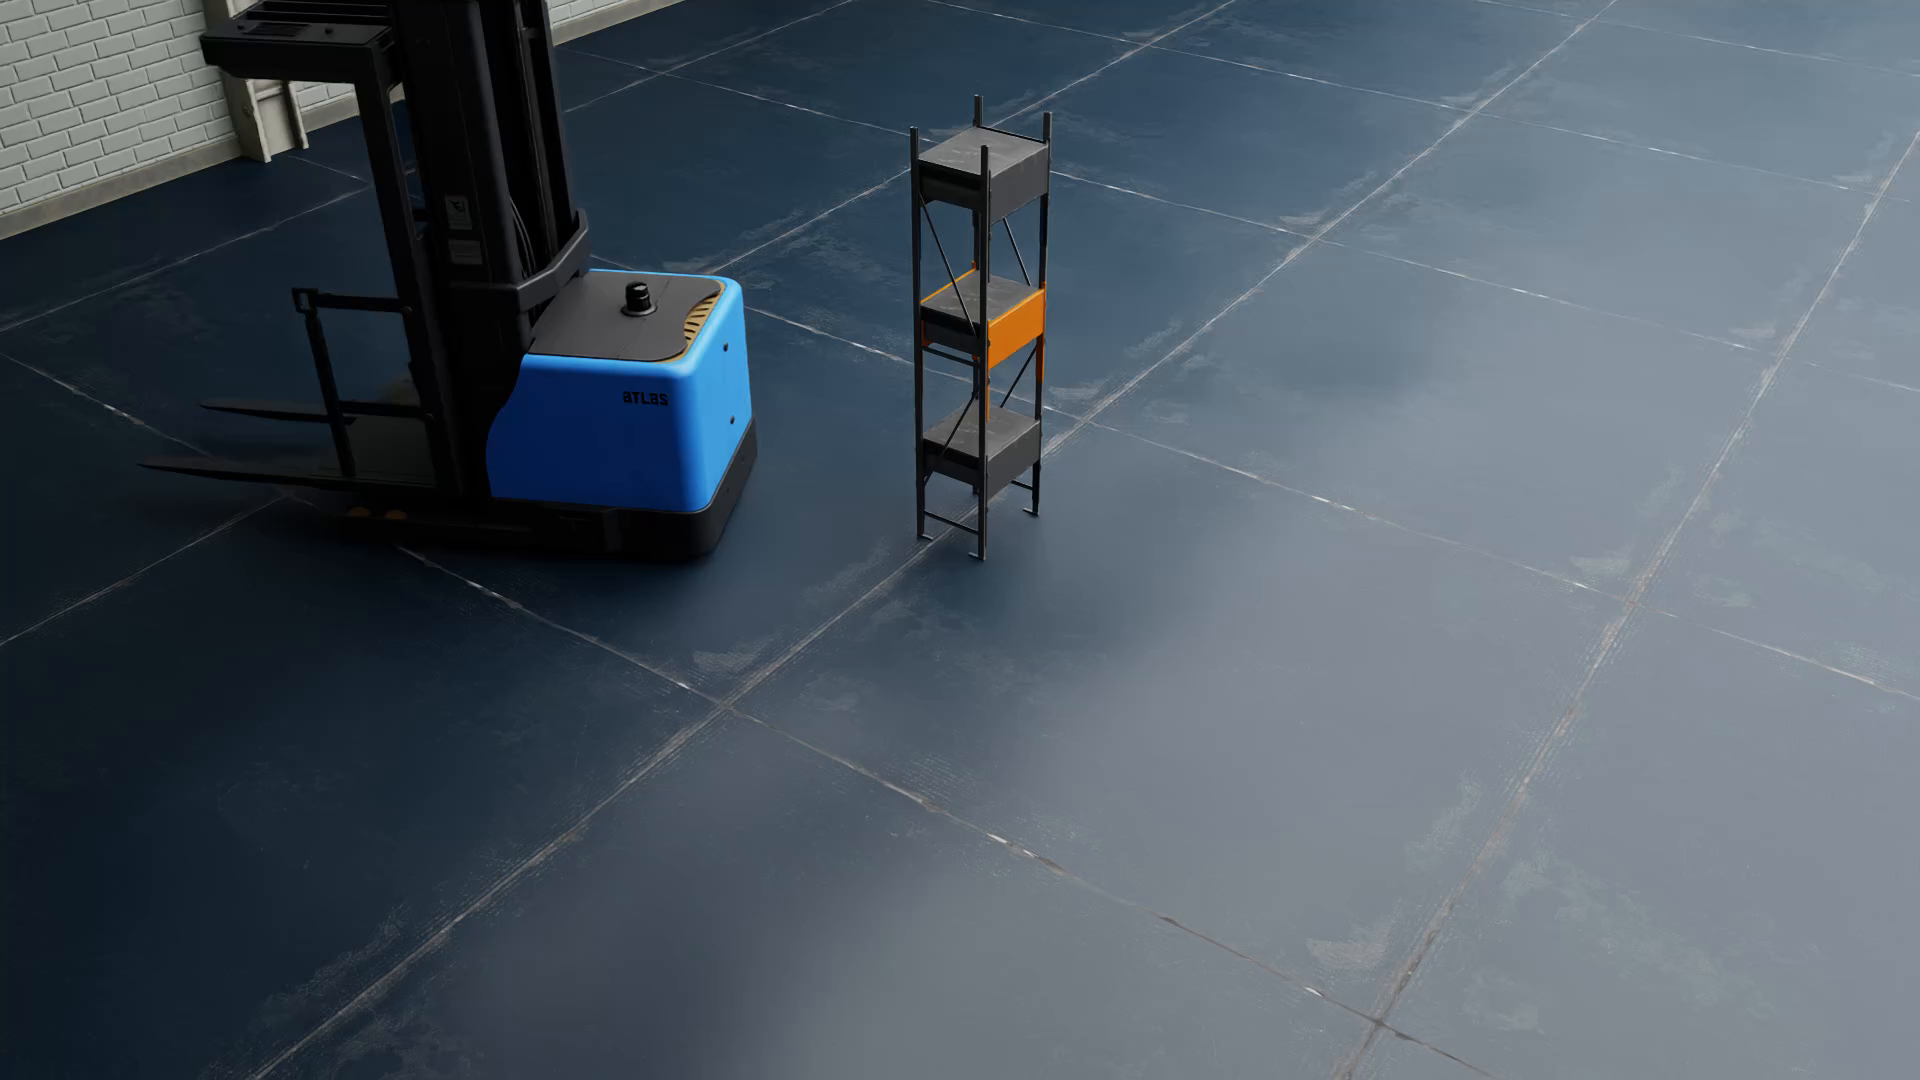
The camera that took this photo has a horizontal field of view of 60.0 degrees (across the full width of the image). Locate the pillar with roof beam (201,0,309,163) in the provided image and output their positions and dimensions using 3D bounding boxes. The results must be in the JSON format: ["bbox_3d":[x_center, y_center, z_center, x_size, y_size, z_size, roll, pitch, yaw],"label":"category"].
[{"bbox_3d":[-1.664,-5.309,8.068,9.100,9.000,0.400,21,39,28],"label":"pillar with roof beam"}]

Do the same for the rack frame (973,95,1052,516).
[{"bbox_3d":[0.234,-1.058,7.940,0.400,2.100,0.015,21,39,28],"label":"rack frame"}]

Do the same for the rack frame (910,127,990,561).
[{"bbox_3d":[-0.045,-0.834,7.608,0.400,2.100,0.015,21,39,28],"label":"rack frame"}]

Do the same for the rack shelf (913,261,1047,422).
[{"bbox_3d":[0.094,-0.935,7.782,0.431,0.518,0.480,21,39,28],"label":"rack shelf"}]

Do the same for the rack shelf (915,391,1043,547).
[{"bbox_3d":[0.094,-0.355,8.174,0.431,0.518,0.480,21,39,28],"label":"rack shelf"}]

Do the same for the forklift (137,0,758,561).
[{"bbox_3d":[-2.629,-1.483,7.826,3.031,2.935,1.130,5,34,7],"label":"forklift"}]

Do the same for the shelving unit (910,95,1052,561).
[{"bbox_3d":[0.094,-0.946,7.774,0.431,2.100,0.503,21,39,28],"label":"shelving unit"}]

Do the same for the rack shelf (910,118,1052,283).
[{"bbox_3d":[0.094,-1.515,7.390,0.431,0.518,0.480,21,39,28],"label":"rack shelf"}]
